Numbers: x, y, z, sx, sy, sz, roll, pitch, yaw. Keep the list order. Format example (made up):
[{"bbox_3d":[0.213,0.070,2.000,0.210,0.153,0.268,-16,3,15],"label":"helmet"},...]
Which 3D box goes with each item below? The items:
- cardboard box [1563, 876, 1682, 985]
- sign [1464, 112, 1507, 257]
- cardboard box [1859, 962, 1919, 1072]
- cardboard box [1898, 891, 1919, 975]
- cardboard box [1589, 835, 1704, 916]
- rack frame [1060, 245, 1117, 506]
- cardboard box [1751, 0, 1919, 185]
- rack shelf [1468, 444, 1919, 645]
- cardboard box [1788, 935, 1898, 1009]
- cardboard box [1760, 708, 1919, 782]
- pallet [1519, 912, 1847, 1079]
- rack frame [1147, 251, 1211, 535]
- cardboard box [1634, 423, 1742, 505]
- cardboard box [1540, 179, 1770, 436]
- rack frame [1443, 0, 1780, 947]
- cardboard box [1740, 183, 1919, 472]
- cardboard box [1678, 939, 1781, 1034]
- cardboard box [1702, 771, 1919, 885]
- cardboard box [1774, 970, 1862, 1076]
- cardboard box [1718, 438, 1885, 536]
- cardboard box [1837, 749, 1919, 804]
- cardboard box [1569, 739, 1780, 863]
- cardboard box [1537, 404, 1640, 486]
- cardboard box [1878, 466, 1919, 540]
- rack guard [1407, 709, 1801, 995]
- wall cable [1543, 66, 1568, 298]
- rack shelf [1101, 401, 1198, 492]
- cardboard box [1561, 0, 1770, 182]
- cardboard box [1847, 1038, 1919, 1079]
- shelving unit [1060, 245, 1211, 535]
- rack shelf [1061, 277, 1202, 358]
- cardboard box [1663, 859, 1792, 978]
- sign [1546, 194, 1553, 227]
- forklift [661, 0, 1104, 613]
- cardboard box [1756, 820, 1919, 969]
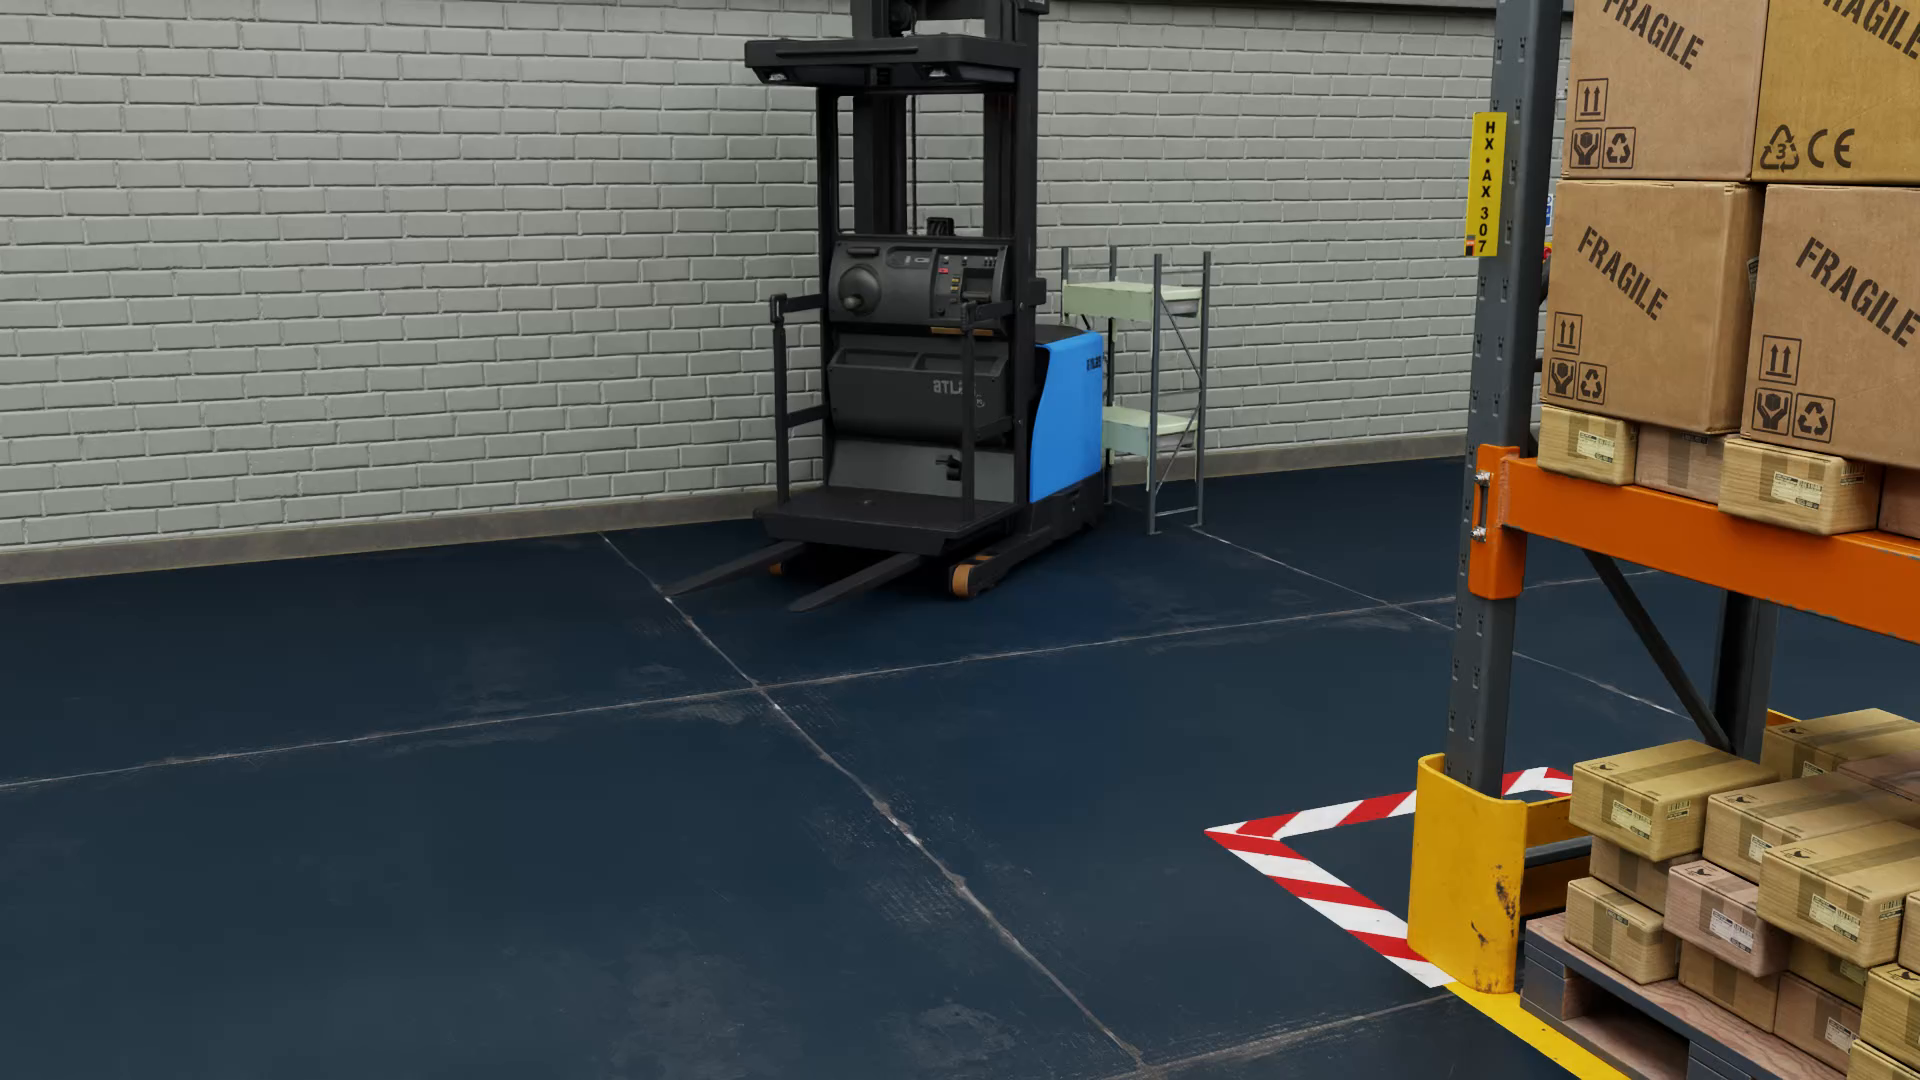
[{"bbox_3d":[1.632,0.872,3.839,0.380,0.149,0.250,-5,14,-22],"label":"cardboard box"},{"bbox_3d":[1.218,-0.822,3.848,0.100,0.325,0.005,-6,14,-23],"label":"sign"},{"bbox_3d":[1.931,0.889,3.108,0.380,0.149,0.250,-5,14,-21],"label":"cardboard box"},{"bbox_3d":[1.993,0.738,3.101,0.380,0.149,0.250,-6,14,-26],"label":"cardboard box"},{"bbox_3d":[1.690,0.722,3.830,0.380,0.149,0.250,-5,14,-21],"label":"cardboard box"},{"bbox_3d":[0.727,-0.916,9.500,0.400,1.500,0.023,-10,16,-37],"label":"rack frame"},{"bbox_3d":[1.860,-0.909,3.048,0.500,0.500,0.500,-5,14,-21],"label":"cardboard box"},{"bbox_3d":[2.517,0.315,2.453,1.077,0.370,4.000,-6,14,-23],"label":"rack shelf"},{"bbox_3d":[1.927,0.826,3.380,0.380,0.149,0.250,-5,14,-22],"label":"cardboard box"},{"bbox_3d":[2.160,0.532,3.991,0.380,0.149,0.250,-5,14,-22],"label":"cardboard box"},{"bbox_3d":[2.039,1.096,3.665,1.003,0.211,1.213,-6,14,-23],"label":"pallet"},{"bbox_3d":[1.176,-0.785,8.937,0.400,1.500,0.023,-10,16,-37],"label":"rack frame"},{"bbox_3d":[1.685,-0.181,3.558,0.380,0.149,0.250,-5,14,-21],"label":"cardboard box"},{"bbox_3d":[1.642,-0.525,3.604,0.500,0.500,0.500,-5,14,-20],"label":"cardboard box"},{"bbox_3d":[1.715,-0.449,4.157,1.000,3.000,0.127,-6,14,-23],"label":"rack frame"},{"bbox_3d":[1.880,-0.417,3.136,0.500,0.500,0.500,-6,14,-23],"label":"cardboard box"},{"bbox_3d":[1.812,0.919,3.637,0.380,0.149,0.250,-6,14,-23],"label":"cardboard box"},{"bbox_3d":[1.835,0.631,3.565,0.380,0.149,0.250,-5,14,-22],"label":"cardboard box"},{"bbox_3d":[1.918,0.970,3.418,0.380,0.149,0.250,-5,14,-22],"label":"cardboard box"},{"bbox_3d":[1.744,-0.121,3.297,0.380,0.149,0.250,-6,14,-25],"label":"cardboard box"},{"bbox_3d":[2.208,0.589,3.744,0.380,0.149,0.250,-5,14,-22],"label":"cardboard box"},{"bbox_3d":[1.614,0.584,3.764,0.380,0.149,0.250,-6,14,-26],"label":"cardboard box"},{"bbox_3d":[1.545,-0.230,3.769,0.380,0.149,0.250,-6,14,-23],"label":"cardboard box"},{"bbox_3d":[1.973,-0.080,3.119,0.380,0.149,0.250,-5,14,-20],"label":"cardboard box"},{"bbox_3d":[1.746,0.785,4.371,1.175,0.500,0.348,-6,14,-23],"label":"rack guard"},{"bbox_3d":[3.930,-2.590,11.086,0.585,1.953,0.123,-6,14,-23],"label":"wall cable"},{"bbox_3d":[0.951,-0.533,9.292,0.431,0.370,0.720,-10,16,-37],"label":"rack shelf"},{"bbox_3d":[1.652,-1.013,3.496,0.500,0.500,0.500,-6,14,-23],"label":"cardboard box"},{"bbox_3d":[1.920,1.033,3.147,0.380,0.149,0.250,-5,14,-22],"label":"cardboard box"},{"bbox_3d":[0.951,-0.851,9.219,0.431,1.500,0.755,-10,16,-37],"label":"shelving unit"},{"bbox_3d":[0.951,-1.231,9.131,0.431,0.370,0.720,-10,16,-37],"label":"rack shelf"},{"bbox_3d":[1.748,0.784,3.564,0.380,0.149,0.250,-6,14,-23],"label":"cardboard box"},{"bbox_3d":[3.862,-2.220,11.209,0.327,0.218,0.001,-6,14,-23],"label":"sign"},{"bbox_3d":[-0.297,-1.265,7.836,1.130,2.935,3.031,6,14,25],"label":"forklift"},{"bbox_3d":[1.818,0.694,3.290,0.380,0.149,0.250,-6,14,-23],"label":"cardboard box"}]
